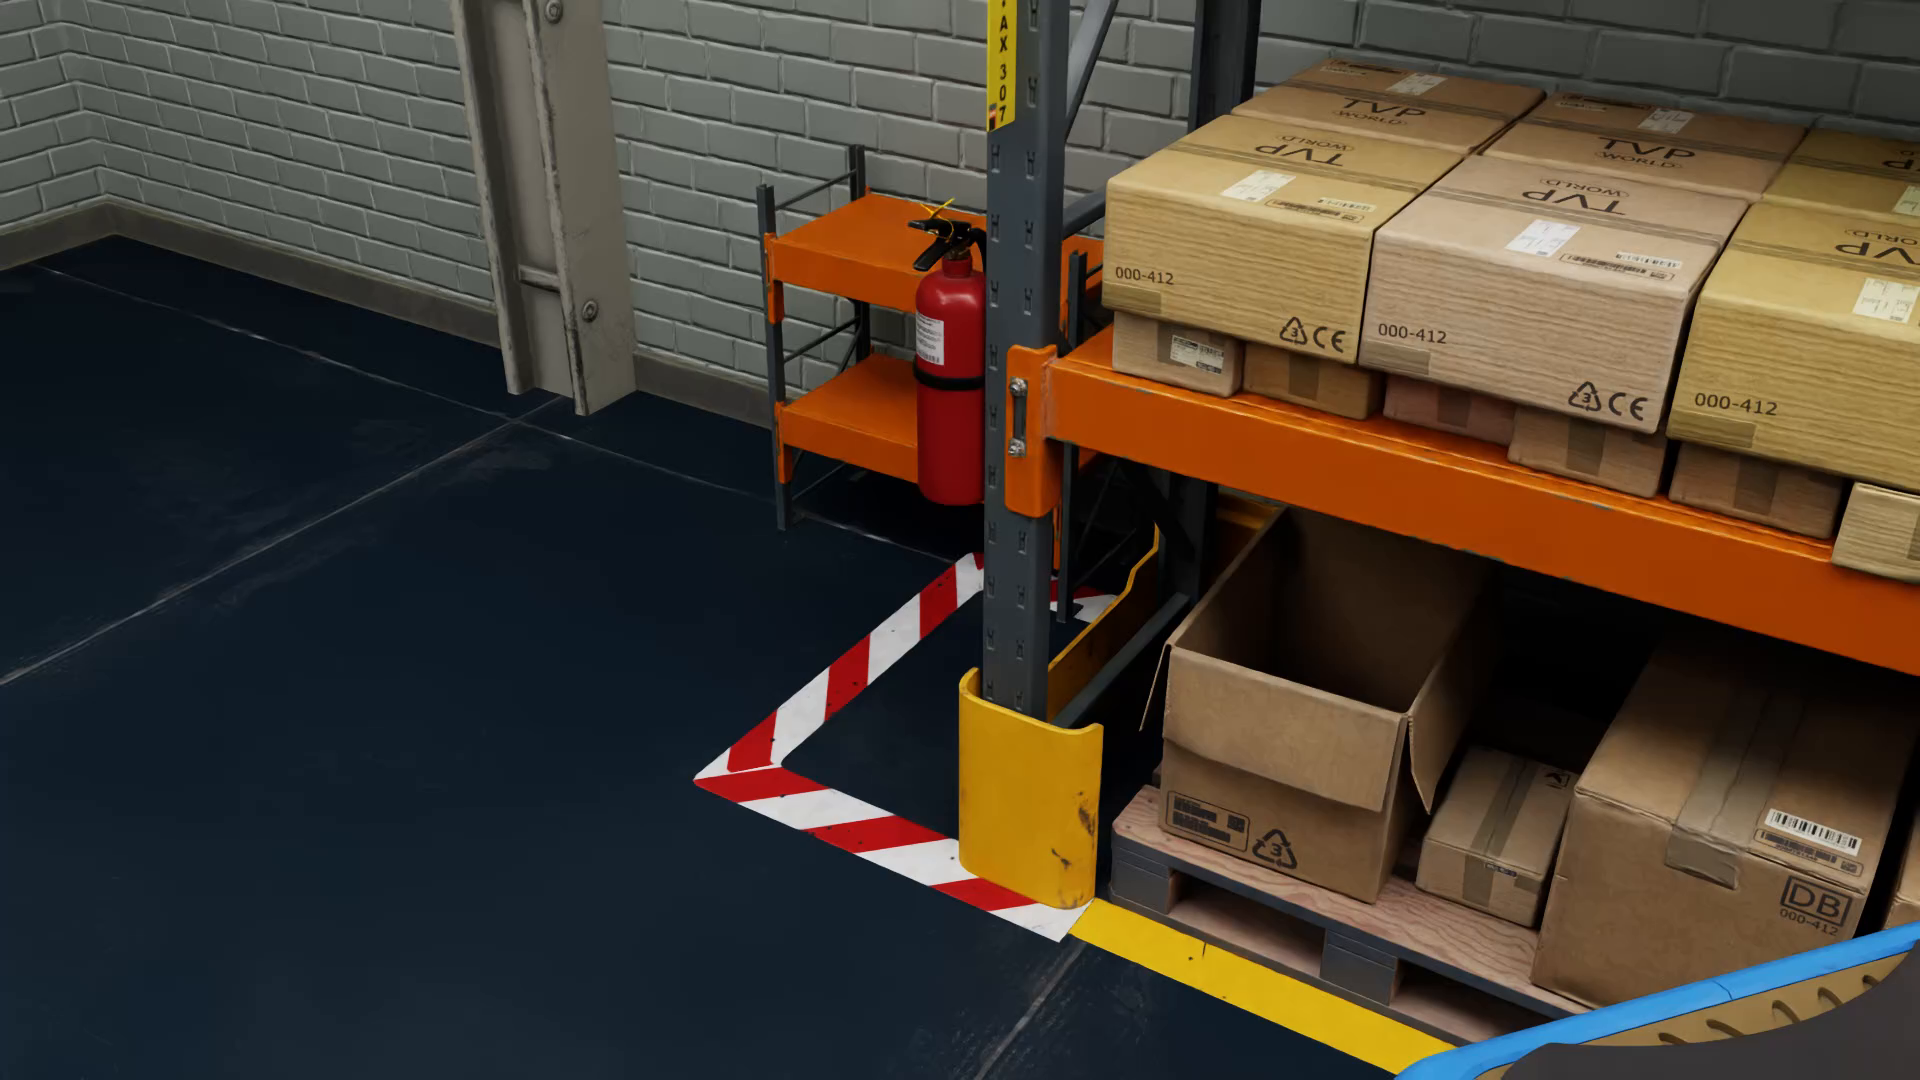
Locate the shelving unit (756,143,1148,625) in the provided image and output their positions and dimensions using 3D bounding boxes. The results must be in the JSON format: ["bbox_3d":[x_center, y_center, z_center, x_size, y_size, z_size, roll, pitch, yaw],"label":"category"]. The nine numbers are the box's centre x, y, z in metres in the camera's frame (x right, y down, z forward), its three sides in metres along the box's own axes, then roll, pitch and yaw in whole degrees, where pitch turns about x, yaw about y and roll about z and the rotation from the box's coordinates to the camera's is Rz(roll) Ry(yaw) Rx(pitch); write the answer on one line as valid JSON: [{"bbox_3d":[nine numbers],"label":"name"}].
[{"bbox_3d":[-0.006,-0.487,4.968,1.048,1.125,0.538,17,35,27],"label":"shelving unit"}]

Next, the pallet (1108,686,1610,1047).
[{"bbox_3d":[1.105,0.685,3.867,1.213,0.211,1.003,18,35,27],"label":"pallet"}]

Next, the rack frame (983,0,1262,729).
[{"bbox_3d":[0.365,-0.754,3.565,0.127,3.000,1.000,18,35,27],"label":"rack frame"}]

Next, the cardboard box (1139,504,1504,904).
[{"bbox_3d":[0.832,0.348,3.738,0.637,0.503,0.797,16,34,25],"label":"cardboard box"}]

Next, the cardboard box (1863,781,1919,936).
[{"bbox_3d":[1.930,0.779,3.002,0.500,0.500,0.500,18,35,28],"label":"cardboard box"}]

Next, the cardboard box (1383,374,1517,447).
[{"bbox_3d":[0.978,-0.336,3.098,0.250,0.149,0.380,17,34,27],"label":"cardboard box"}]

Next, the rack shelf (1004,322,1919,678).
[{"bbox_3d":[2.059,0.093,2.828,4.000,0.370,1.077,18,35,27],"label":"rack shelf"}]

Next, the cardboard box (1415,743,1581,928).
[{"bbox_3d":[1.172,0.631,3.604,0.250,0.149,0.380,16,34,25],"label":"cardboard box"}]

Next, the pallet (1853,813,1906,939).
[{"bbox_3d":[2.134,1.012,3.306,1.213,0.211,1.003,18,35,27],"label":"pallet"}]

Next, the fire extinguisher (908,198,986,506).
[{"bbox_3d":[-0.005,-0.401,3.408,0.183,0.674,0.296,18,35,27],"label":"fire extinguisher"}]

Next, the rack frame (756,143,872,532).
[{"bbox_3d":[-0.437,-0.623,5.201,0.032,1.125,0.500,17,35,27],"label":"rack frame"}]

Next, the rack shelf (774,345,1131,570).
[{"bbox_3d":[-0.006,-0.276,5.092,1.000,0.278,0.538,17,35,27],"label":"rack shelf"}]

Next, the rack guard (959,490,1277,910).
[{"bbox_3d":[0.429,0.347,4.160,0.348,0.500,1.175,18,35,27],"label":"rack guard"}]

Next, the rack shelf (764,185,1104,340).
[{"bbox_3d":[-0.006,-0.740,4.821,1.000,0.278,0.538,17,35,27],"label":"rack shelf"}]

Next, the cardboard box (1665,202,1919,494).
[{"bbox_3d":[1.464,-0.311,2.661,0.500,0.250,0.500,17,34,26],"label":"cardboard box"}]

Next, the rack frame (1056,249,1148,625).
[{"bbox_3d":[0.425,-0.351,4.736,0.032,1.125,0.500,17,35,27],"label":"rack frame"}]

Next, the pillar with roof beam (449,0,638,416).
[{"bbox_3d":[-3.728,-2.614,0.801,0.400,9.000,9.100,18,35,27],"label":"pillar with roof beam"}]

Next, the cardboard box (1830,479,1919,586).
[{"bbox_3d":[1.562,-0.074,2.649,0.250,0.149,0.380,17,34,26],"label":"cardboard box"}]

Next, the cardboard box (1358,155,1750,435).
[{"bbox_3d":[1.033,-0.446,2.891,0.500,0.250,0.500,18,35,28],"label":"cardboard box"}]

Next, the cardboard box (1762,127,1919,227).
[{"bbox_3d":[1.749,-0.534,3.042,0.500,0.250,0.500,19,35,29],"label":"cardboard box"}]

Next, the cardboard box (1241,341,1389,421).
[{"bbox_3d":[0.737,-0.392,3.194,0.250,0.149,0.380,18,35,29],"label":"cardboard box"}]

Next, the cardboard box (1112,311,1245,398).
[{"bbox_3d":[0.497,-0.440,3.277,0.250,0.149,0.380,17,34,27],"label":"cardboard box"}]

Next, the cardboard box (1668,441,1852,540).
[{"bbox_3d":[1.388,-0.173,2.820,0.250,0.149,0.380,18,35,28],"label":"cardboard box"}]

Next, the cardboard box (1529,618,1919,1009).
[{"bbox_3d":[1.536,0.595,3.318,0.500,0.500,0.700,19,35,29],"label":"cardboard box"}]

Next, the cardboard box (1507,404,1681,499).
[{"bbox_3d":[1.160,-0.242,2.938,0.250,0.149,0.380,19,35,29],"label":"cardboard box"}]

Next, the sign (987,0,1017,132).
[{"bbox_3d":[0.076,-0.896,2.950,0.005,0.325,0.100,18,35,27],"label":"sign"}]

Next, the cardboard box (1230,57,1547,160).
[{"bbox_3d":[0.896,-0.807,3.511,0.500,0.250,0.500,19,35,29],"label":"cardboard box"}]

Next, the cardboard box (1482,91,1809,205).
[{"bbox_3d":[1.332,-0.669,3.273,0.500,0.250,0.500,18,35,27],"label":"cardboard box"}]

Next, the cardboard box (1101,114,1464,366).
[{"bbox_3d":[0.606,-0.581,3.122,0.500,0.250,0.500,18,35,28],"label":"cardboard box"}]
